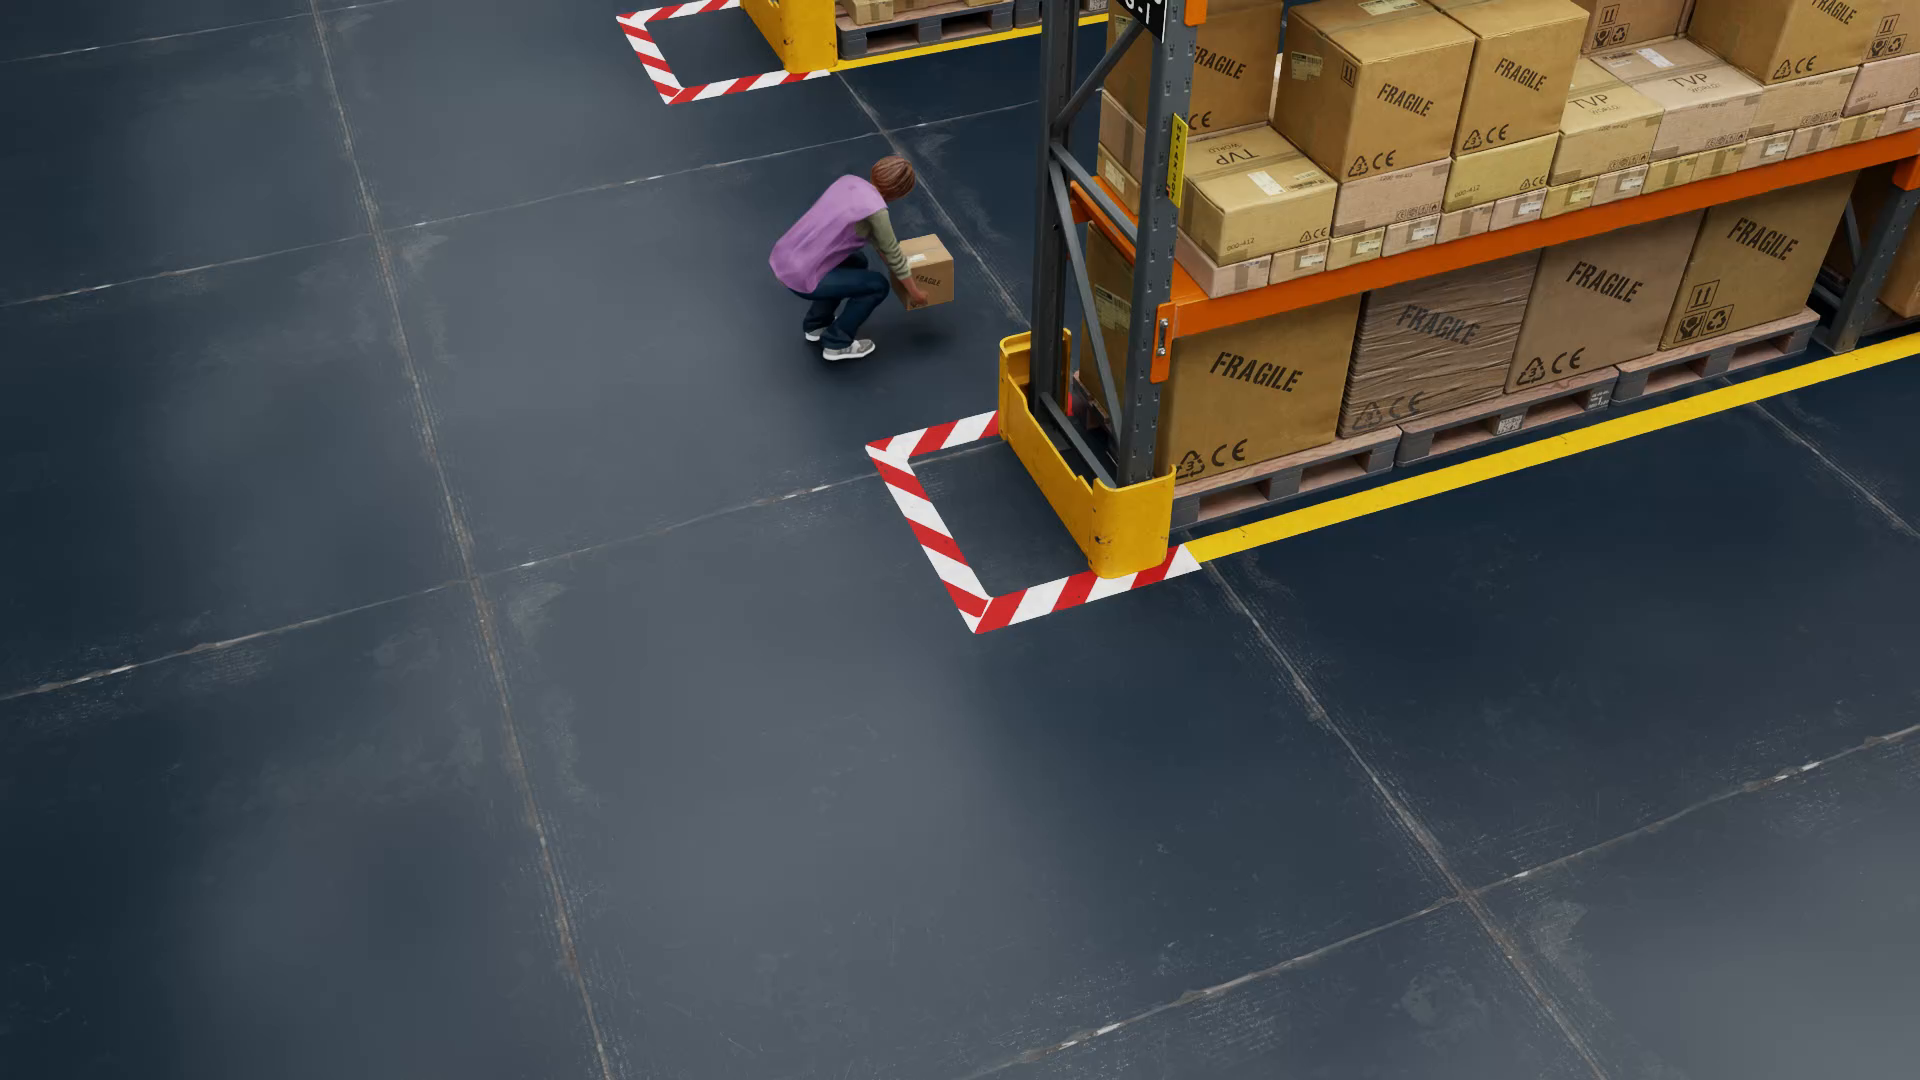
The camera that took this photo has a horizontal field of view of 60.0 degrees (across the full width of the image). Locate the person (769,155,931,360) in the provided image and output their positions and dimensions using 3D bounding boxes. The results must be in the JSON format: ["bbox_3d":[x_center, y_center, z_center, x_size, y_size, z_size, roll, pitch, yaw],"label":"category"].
[{"bbox_3d":[-0.557,-1.378,8.155,0.782,0.960,0.446,-16,45,-16],"label":"person"}]
